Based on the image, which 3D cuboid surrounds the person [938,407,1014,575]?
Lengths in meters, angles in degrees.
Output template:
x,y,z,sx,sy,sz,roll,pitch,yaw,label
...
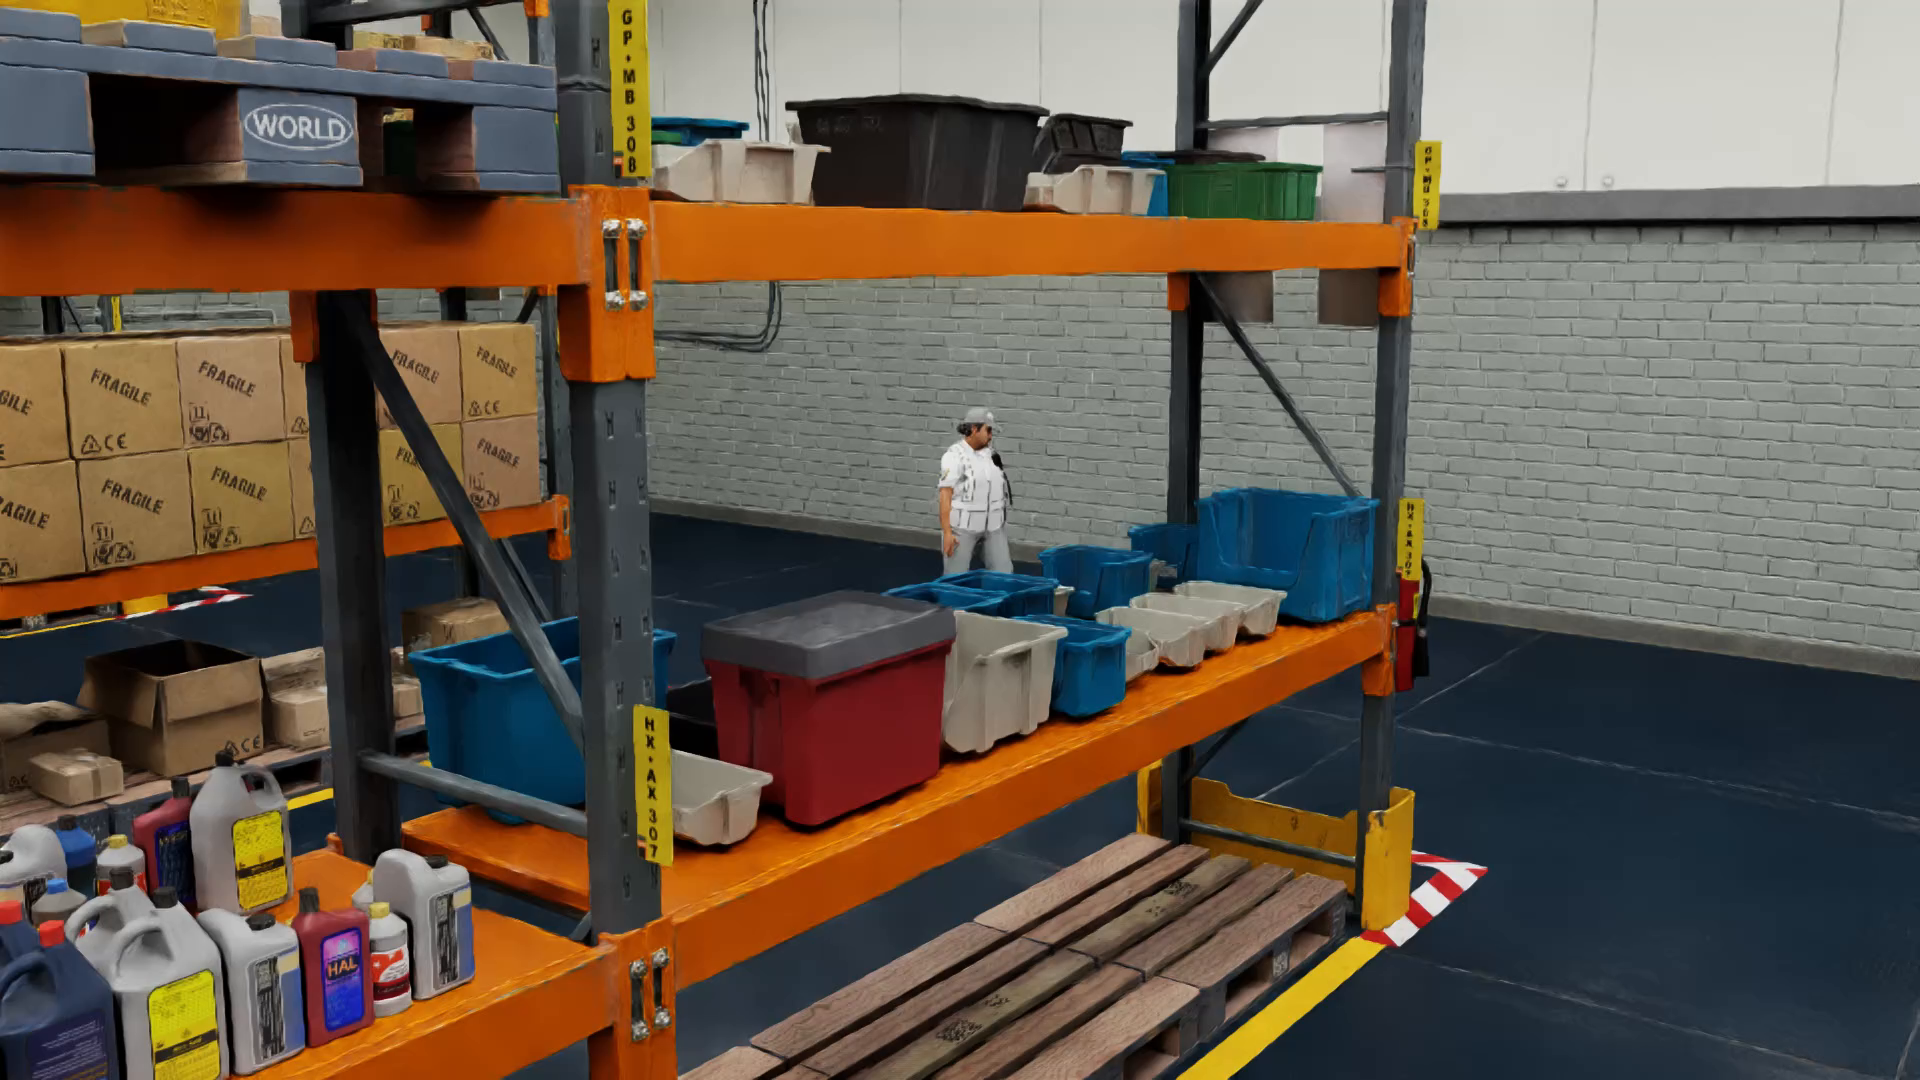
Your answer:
x,y,z,sx,sy,sz,roll,pitch,yaw,label
0.069,-0.065,11.172,0.531,1.655,0.399,-6,12,-32,person
